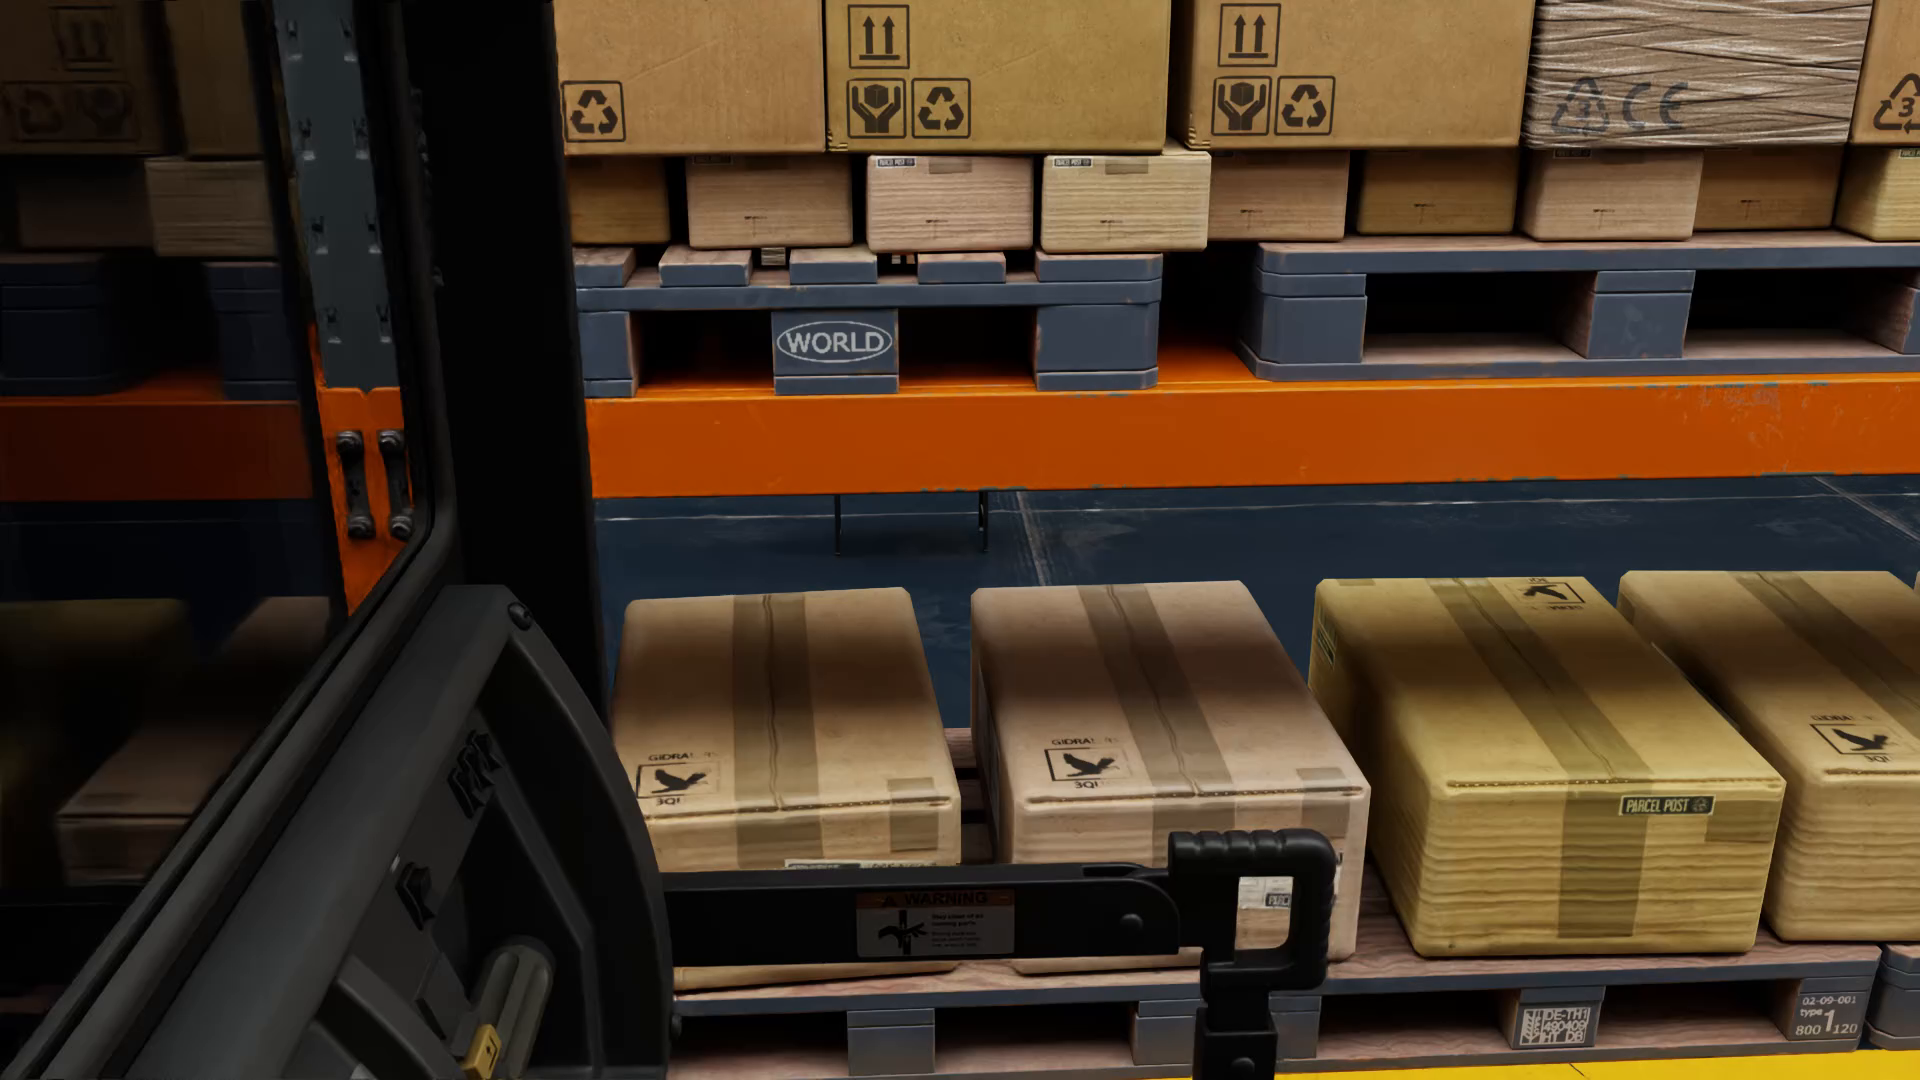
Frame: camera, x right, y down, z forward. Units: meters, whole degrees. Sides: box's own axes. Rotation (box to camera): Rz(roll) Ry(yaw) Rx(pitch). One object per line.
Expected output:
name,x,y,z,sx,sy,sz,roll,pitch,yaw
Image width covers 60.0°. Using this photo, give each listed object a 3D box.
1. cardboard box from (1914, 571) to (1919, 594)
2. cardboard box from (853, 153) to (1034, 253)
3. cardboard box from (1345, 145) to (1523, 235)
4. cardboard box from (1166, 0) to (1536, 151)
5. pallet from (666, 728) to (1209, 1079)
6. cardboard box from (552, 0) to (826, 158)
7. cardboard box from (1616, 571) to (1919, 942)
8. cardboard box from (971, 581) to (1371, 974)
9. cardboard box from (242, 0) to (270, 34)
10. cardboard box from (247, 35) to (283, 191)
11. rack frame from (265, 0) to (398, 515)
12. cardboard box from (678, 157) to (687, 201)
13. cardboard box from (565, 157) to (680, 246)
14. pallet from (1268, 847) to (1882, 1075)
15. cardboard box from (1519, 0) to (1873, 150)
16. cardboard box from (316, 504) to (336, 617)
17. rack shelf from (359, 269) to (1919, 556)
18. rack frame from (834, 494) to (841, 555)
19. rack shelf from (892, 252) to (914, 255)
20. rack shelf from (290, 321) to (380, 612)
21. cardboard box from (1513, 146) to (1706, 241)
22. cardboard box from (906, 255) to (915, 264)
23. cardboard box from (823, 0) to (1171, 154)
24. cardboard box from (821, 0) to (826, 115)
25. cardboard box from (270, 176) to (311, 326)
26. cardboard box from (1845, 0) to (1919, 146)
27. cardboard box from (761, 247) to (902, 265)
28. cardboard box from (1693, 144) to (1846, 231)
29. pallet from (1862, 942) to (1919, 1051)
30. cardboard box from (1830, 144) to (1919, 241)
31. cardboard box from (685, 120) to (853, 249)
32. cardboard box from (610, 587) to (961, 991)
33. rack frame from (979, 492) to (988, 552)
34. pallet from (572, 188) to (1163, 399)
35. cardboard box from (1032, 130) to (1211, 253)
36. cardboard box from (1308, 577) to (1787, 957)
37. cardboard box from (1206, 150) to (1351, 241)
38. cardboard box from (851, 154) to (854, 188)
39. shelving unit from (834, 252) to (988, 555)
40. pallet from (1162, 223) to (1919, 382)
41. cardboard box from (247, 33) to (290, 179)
cardboard box,2.540,0.392,3.480,0.625,0.372,0.950,-1,21,-2
cardboard box,-0.035,-0.573,2.673,0.250,0.149,0.380,-3,21,-7
cardboard box,0.757,-0.623,2.806,0.250,0.149,0.380,0,21,-1
cardboard box,0.582,-0.906,2.636,0.500,0.500,0.500,-1,21,-2
pallet,-0.150,0.717,3.440,1.213,0.211,1.003,-1,21,-3
cardboard box,-0.468,-0.880,2.567,0.500,0.500,0.500,-2,21,-5
cardboard box,1.822,0.407,3.438,0.625,0.372,0.950,0,21,0
cardboard box,0.371,0.435,3.364,0.625,0.372,0.950,-2,21,-4
cardboard box,-1.436,-1.161,2.910,0.500,0.500,0.500,-2,21,-5
cardboard box,-1.399,-0.634,2.579,0.500,0.250,0.500,-1,21,-3
rack frame,-0.930,-0.571,2.904,0.127,3.000,1.000,-1,21,-3
cardboard box,-0.616,-0.740,3.111,0.250,0.149,0.380,0,21,-1
cardboard box,-0.595,-0.590,2.718,0.250,0.149,0.380,-2,21,-6
pallet,1.065,0.694,3.503,1.213,0.211,1.003,-1,21,-3
cardboard box,1.082,-0.913,2.655,0.500,0.500,0.500,-2,21,-5
cardboard box,-1.624,0.211,3.248,0.875,0.875,0.875,-1,21,-4
rack shelf,1.067,-0.275,3.139,4.000,0.370,1.077,-1,21,-3
rack frame,-0.409,-0.552,5.386,0.015,1.200,0.240,-1,21,-3
rack shelf,-0.165,-0.925,5.259,0.480,0.148,0.258,-1,21,-3
rack shelf,-2.927,-0.194,2.925,4.000,0.370,1.077,-1,21,-3
cardboard box,1.021,-0.606,2.759,0.250,0.149,0.380,-1,21,-1
cardboard box,0.058,-1.444,7.946,0.625,0.625,0.875,0,21,-1
cardboard box,0.052,-0.893,2.601,0.500,0.500,0.500,0,21,0
cardboard box,-0.492,-1.061,3.042,0.500,0.500,0.500,-2,21,-5
cardboard box,-1.433,-0.580,3.139,0.500,0.250,0.500,-2,21,-4
cardboard box,1.605,-0.924,2.684,0.500,0.500,0.500,0,21,-1
cardboard box,-0.594,-1.428,7.903,0.625,0.625,0.875,-1,21,-1
cardboard box,1.277,-0.638,2.843,0.250,0.149,0.380,-2,21,-5
pallet,2.286,0.668,3.571,1.213,0.211,1.003,-1,21,-3
cardboard box,1.546,-0.607,2.761,0.250,0.149,0.380,-1,21,-3
cardboard box,-0.311,-0.584,2.702,0.250,0.149,0.380,-2,21,-6
cardboard box,-0.365,0.453,3.318,0.625,0.372,0.950,-3,21,-7
rack frame,0.078,-0.562,5.412,0.015,1.200,0.240,-1,21,-3
pallet,-0.225,-0.533,3.075,1.003,0.211,1.213,-1,21,-3
cardboard box,0.241,-0.571,2.669,0.250,0.149,0.380,-1,21,-3
cardboard box,1.128,0.422,3.400,0.625,0.372,0.950,0,21,-1
cardboard box,0.477,-0.604,2.754,0.250,0.149,0.380,0,21,0
cardboard box,-0.104,-0.792,3.248,0.250,0.149,0.380,-1,21,-4
shelving unit,-0.165,-0.557,5.399,0.503,1.200,0.258,-1,21,-3
pallet,1.044,-0.536,3.082,1.213,0.211,1.003,-1,21,-3
cardboard box,-1.450,-0.812,3.045,0.500,0.250,0.500,-1,21,-3
